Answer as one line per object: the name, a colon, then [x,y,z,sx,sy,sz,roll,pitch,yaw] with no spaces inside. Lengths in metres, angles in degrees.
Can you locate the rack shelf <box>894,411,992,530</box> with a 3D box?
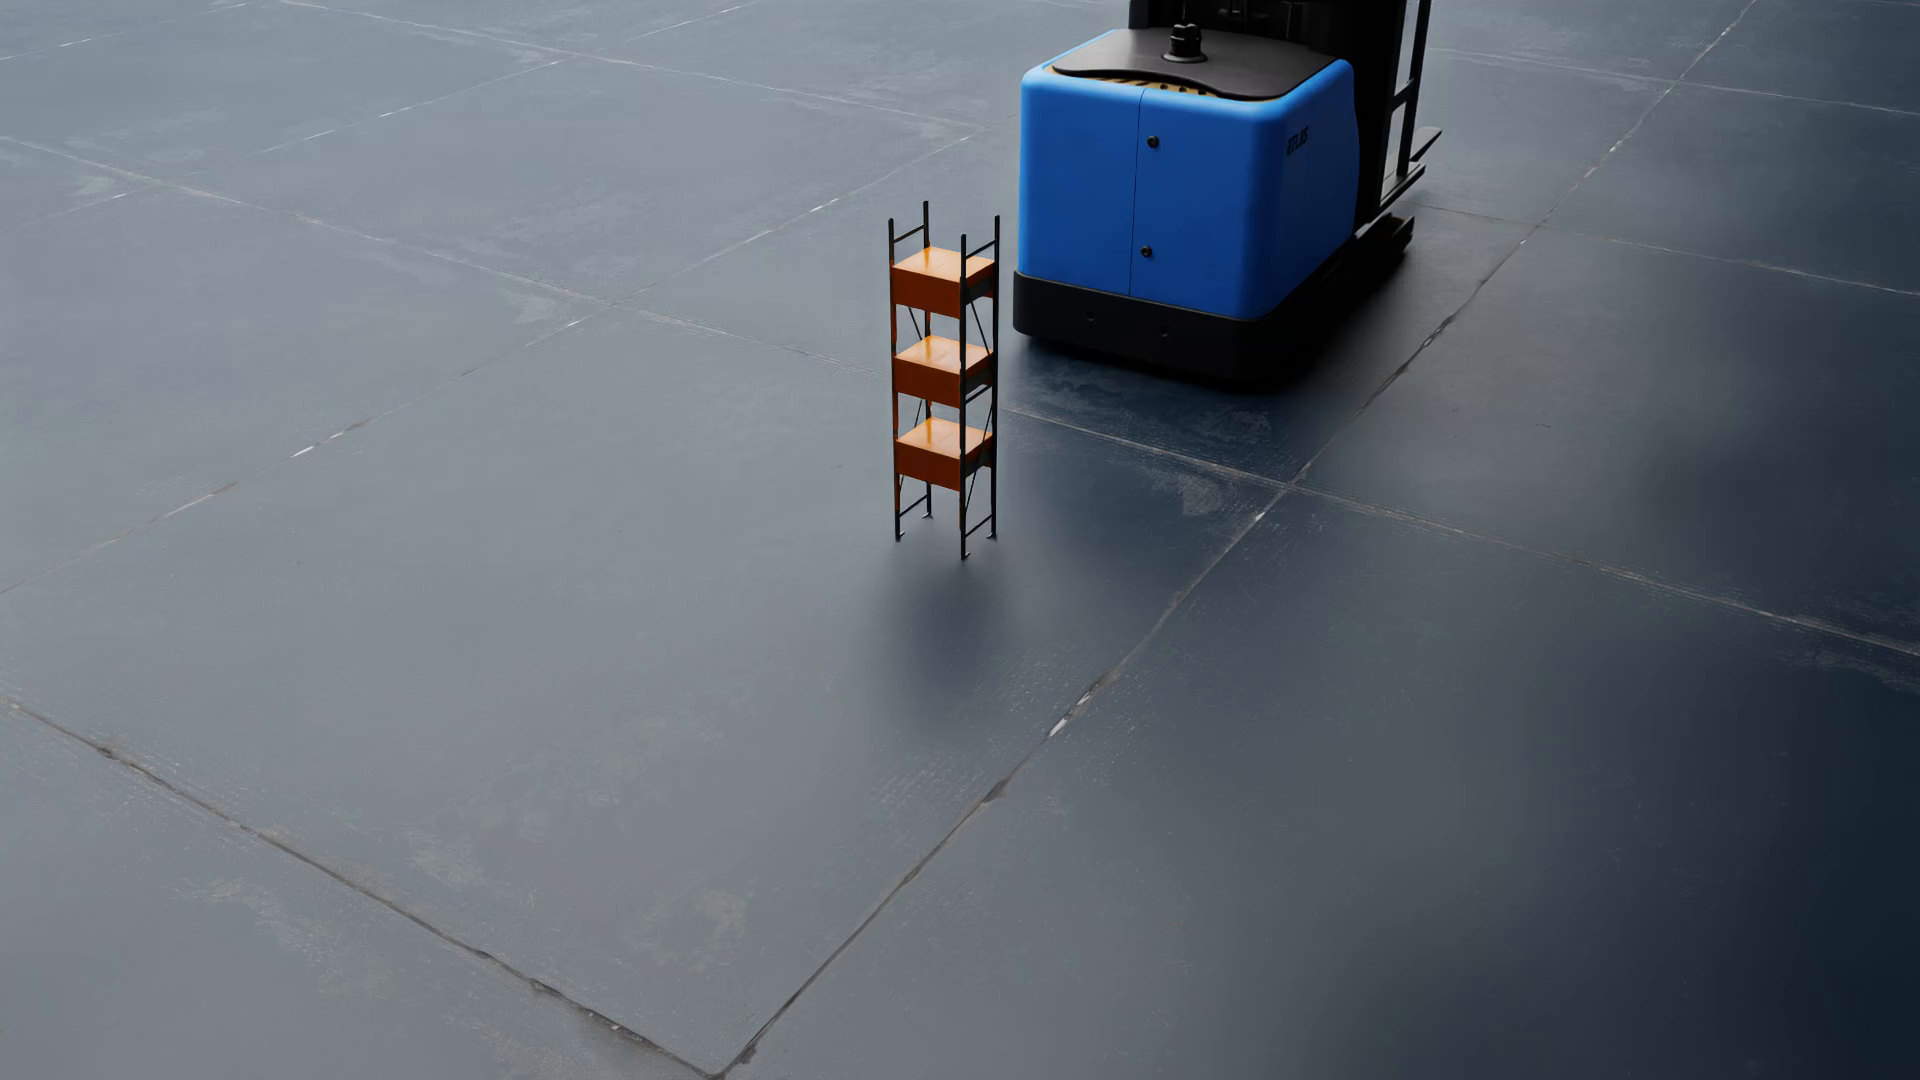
rack shelf: [-0.045,-0.219,5.155,0.240,0.259,0.215,18,35,27]

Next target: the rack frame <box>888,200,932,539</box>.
rack frame: [-0.149,-0.501,5.066,0.008,1.050,0.200,18,35,27]

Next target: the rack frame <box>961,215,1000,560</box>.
rack frame: [0.058,-0.435,4.954,0.008,1.050,0.200,18,35,27]

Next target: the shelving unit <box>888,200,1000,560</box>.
shelving unit: [-0.045,-0.468,5.010,0.252,1.050,0.215,18,35,27]

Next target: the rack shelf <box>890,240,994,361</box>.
rack shelf: [-0.045,-0.704,4.872,0.240,0.259,0.215,18,35,27]

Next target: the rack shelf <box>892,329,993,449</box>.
rack shelf: [-0.045,-0.459,5.015,0.240,0.259,0.215,18,35,27]

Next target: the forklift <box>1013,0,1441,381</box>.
forklift: [1.374,-2.561,6.731,1.130,2.935,3.031,16,34,25]
